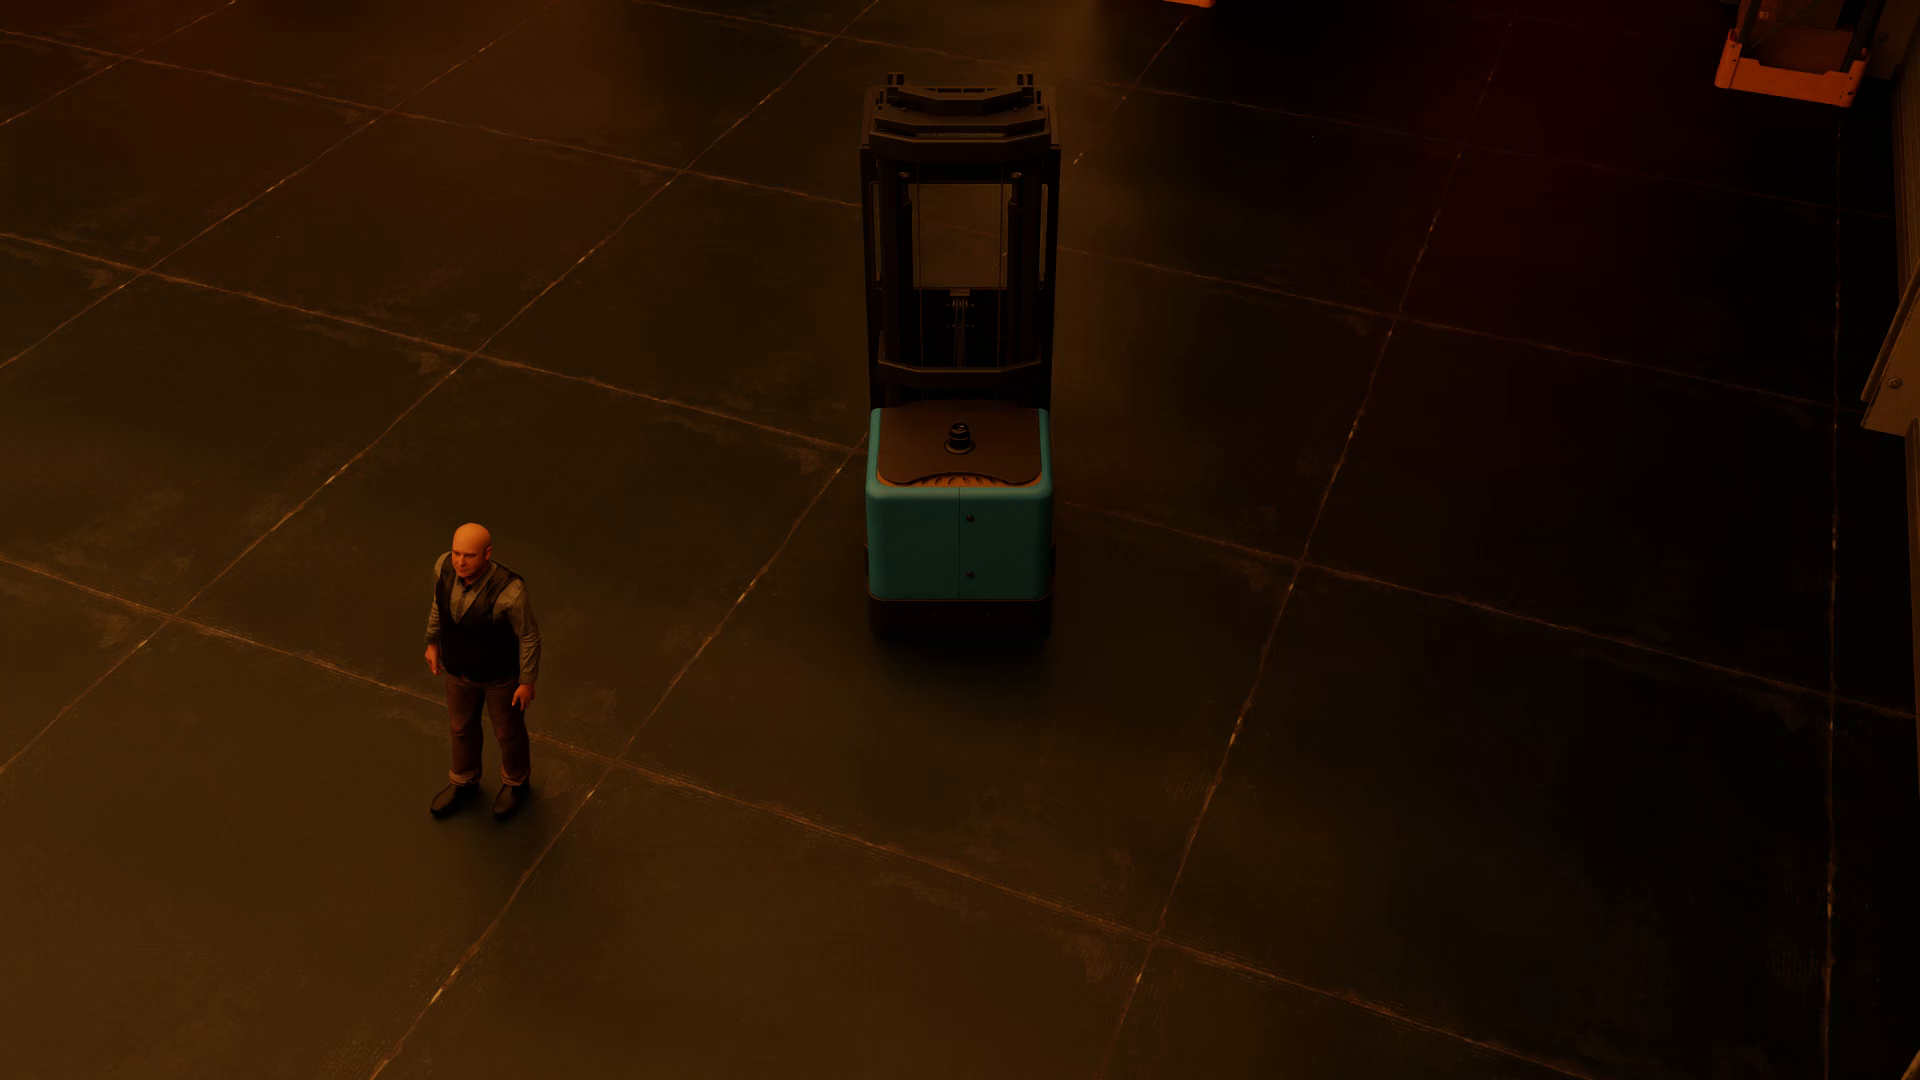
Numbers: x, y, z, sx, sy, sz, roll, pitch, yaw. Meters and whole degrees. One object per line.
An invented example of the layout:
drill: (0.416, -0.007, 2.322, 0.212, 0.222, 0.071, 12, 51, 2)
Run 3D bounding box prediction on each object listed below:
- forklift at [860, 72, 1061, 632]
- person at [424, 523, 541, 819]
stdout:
forklift: (0.002, -1.515, 9.816, 1.130, 2.935, 3.031, 0, 40, 0)
person: (-2.361, 0.667, 8.140, 0.632, 1.720, 0.569, 16, 42, 18)
